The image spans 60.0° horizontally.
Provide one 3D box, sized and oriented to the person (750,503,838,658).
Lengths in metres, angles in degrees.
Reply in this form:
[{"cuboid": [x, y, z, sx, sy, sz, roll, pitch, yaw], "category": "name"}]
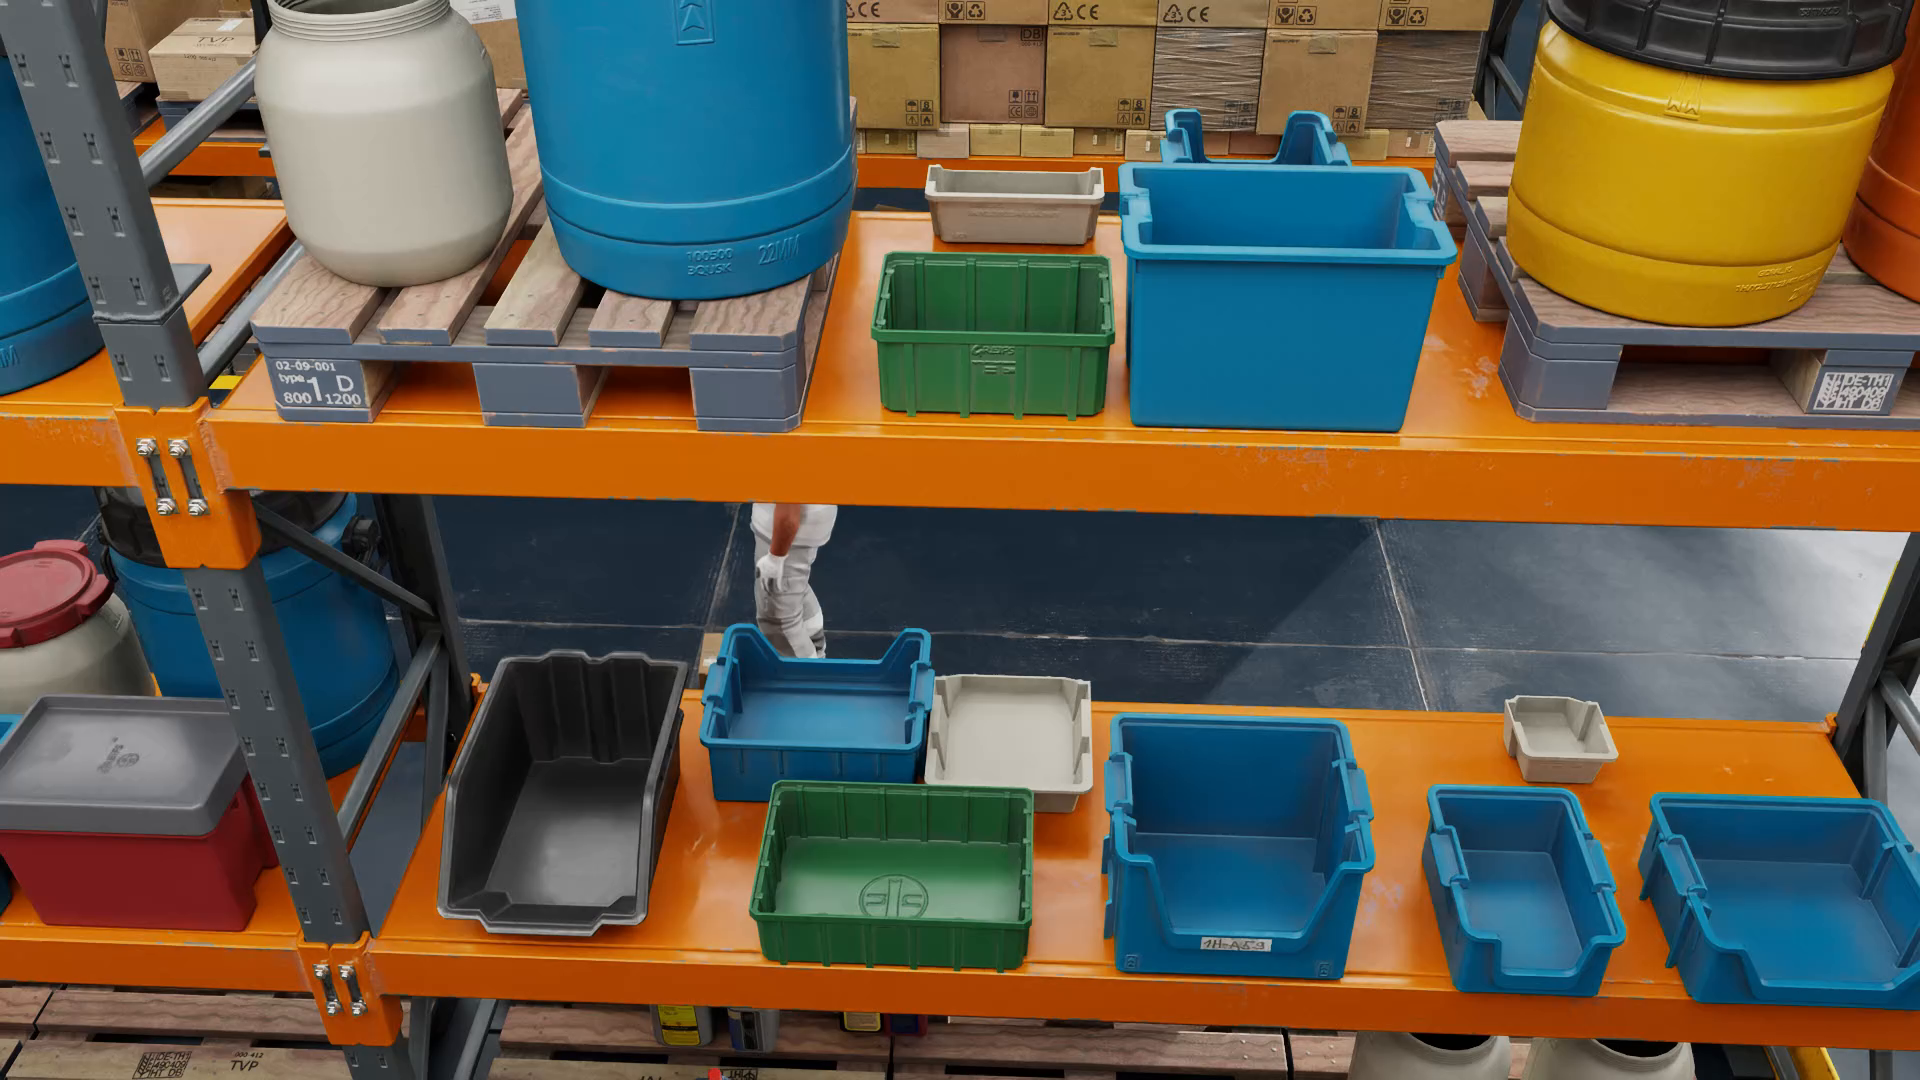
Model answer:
[{"cuboid": [-0.679, -0.066, 6.228, 0.454, 1.777, 0.608, 0, 35, 0], "category": "person"}]
